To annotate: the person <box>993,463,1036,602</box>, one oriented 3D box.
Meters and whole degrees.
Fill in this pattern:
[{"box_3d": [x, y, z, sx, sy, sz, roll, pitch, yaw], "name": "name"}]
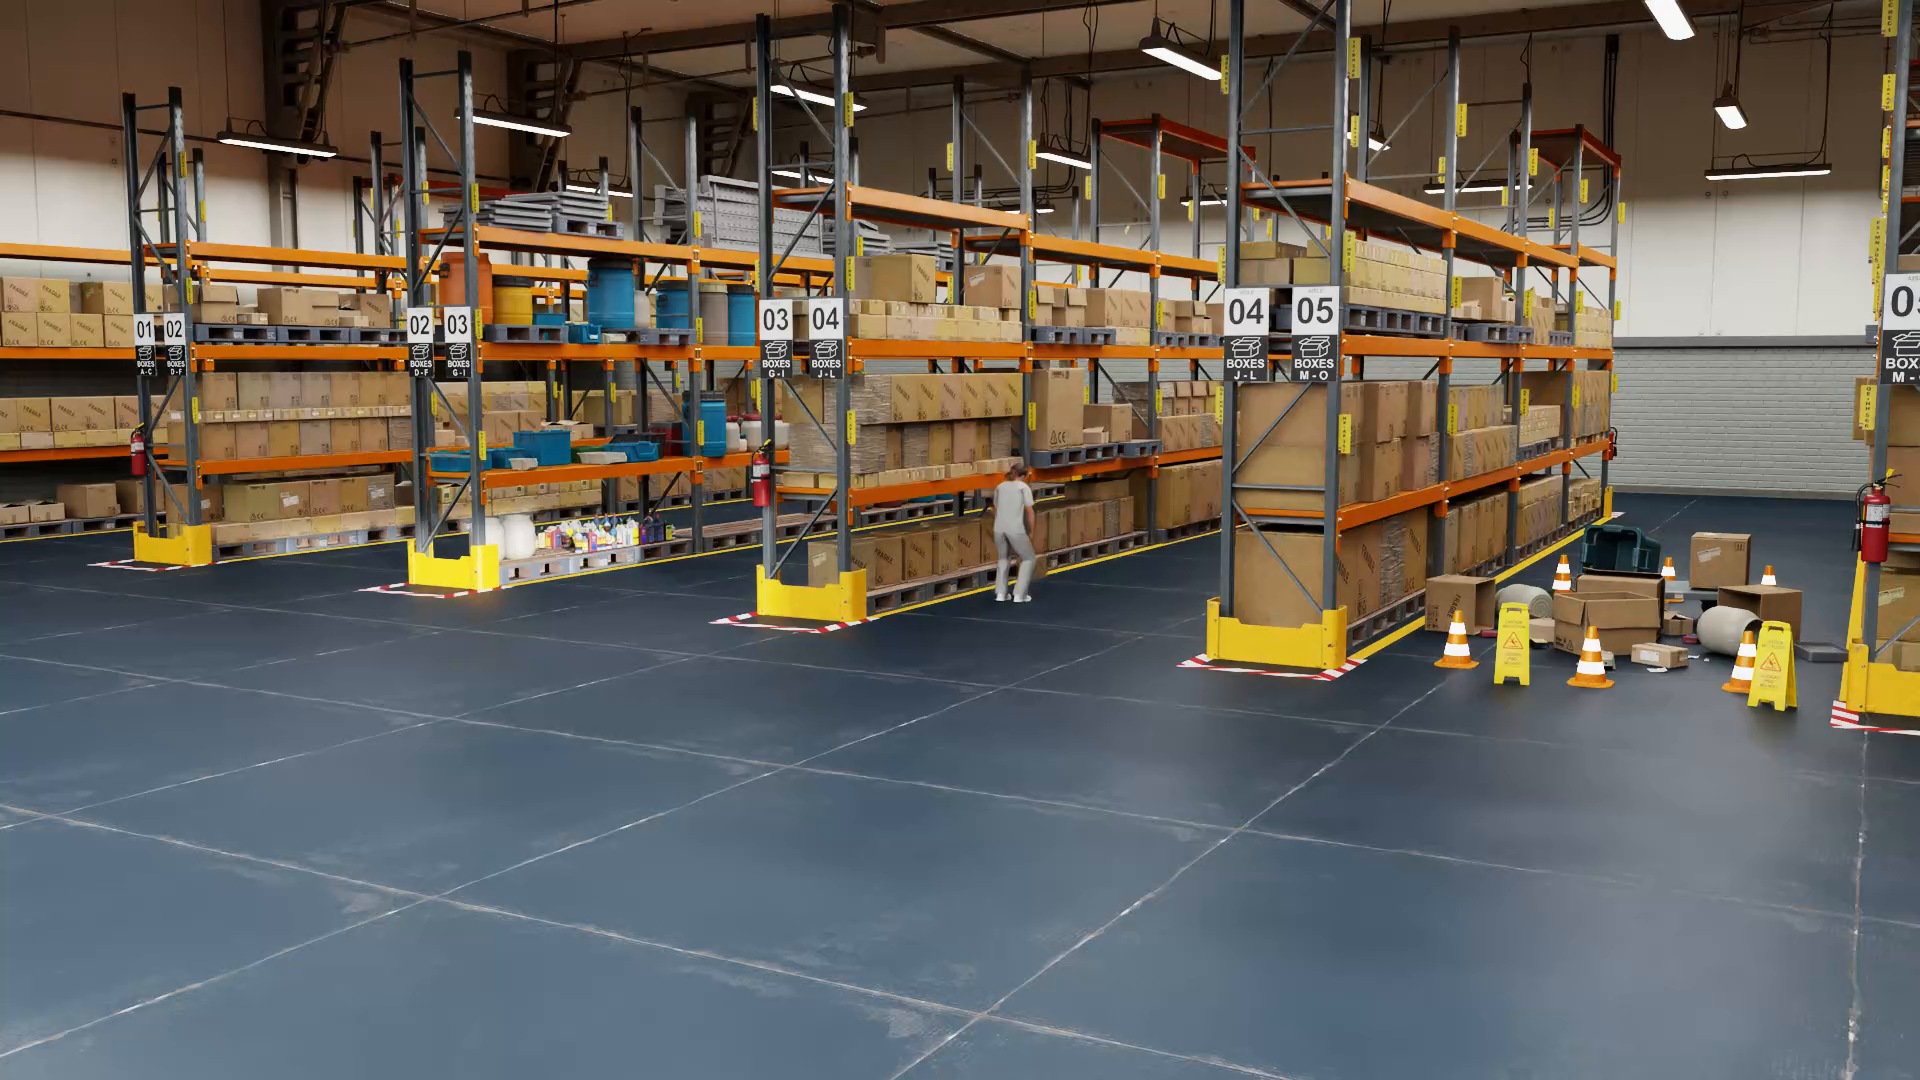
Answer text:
[{"box_3d": [0.563, -0.081, 18.012, 0.486, 1.493, 0.554, 3, 7, 28], "name": "person"}]
